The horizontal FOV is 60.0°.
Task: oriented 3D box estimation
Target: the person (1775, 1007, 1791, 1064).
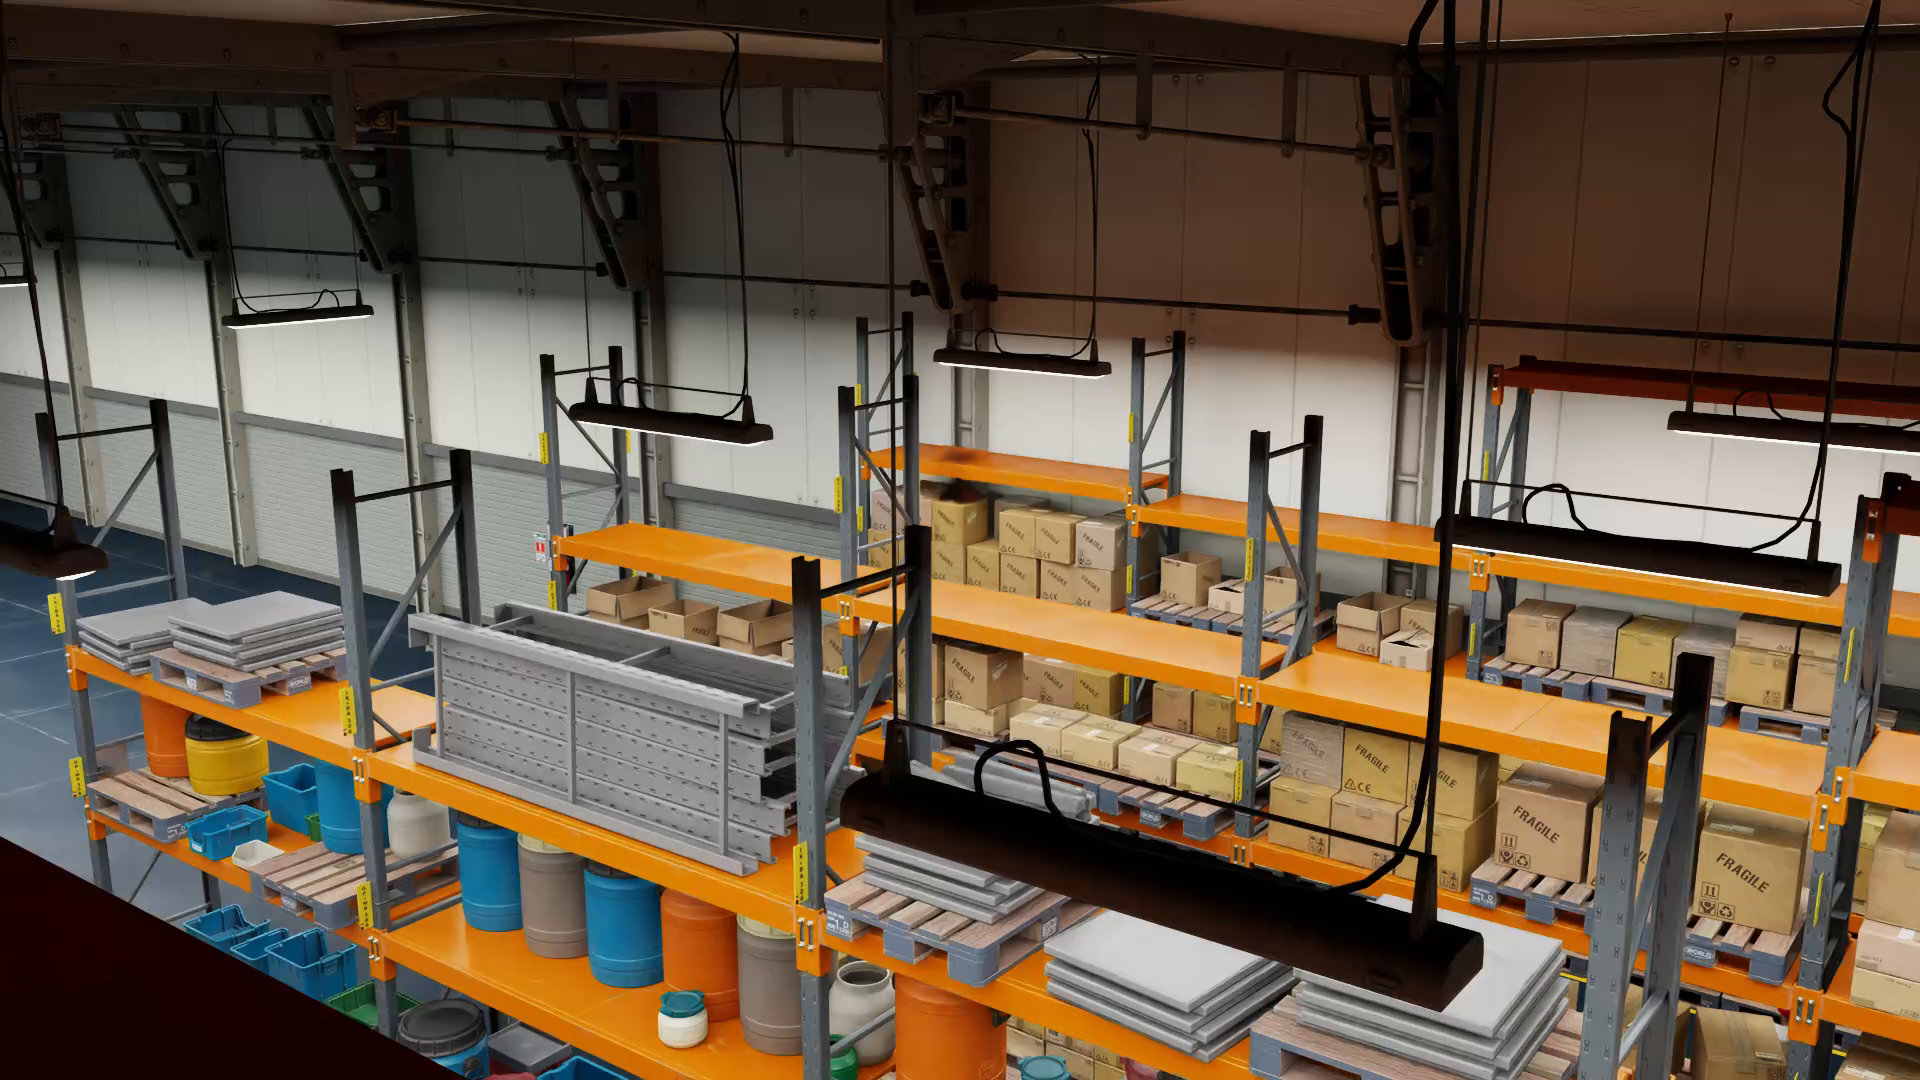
[{"bbox_3d":[6.294,4.283,12.782,0.636,1.792,0.400,6,14,24],"label":"person"}]
